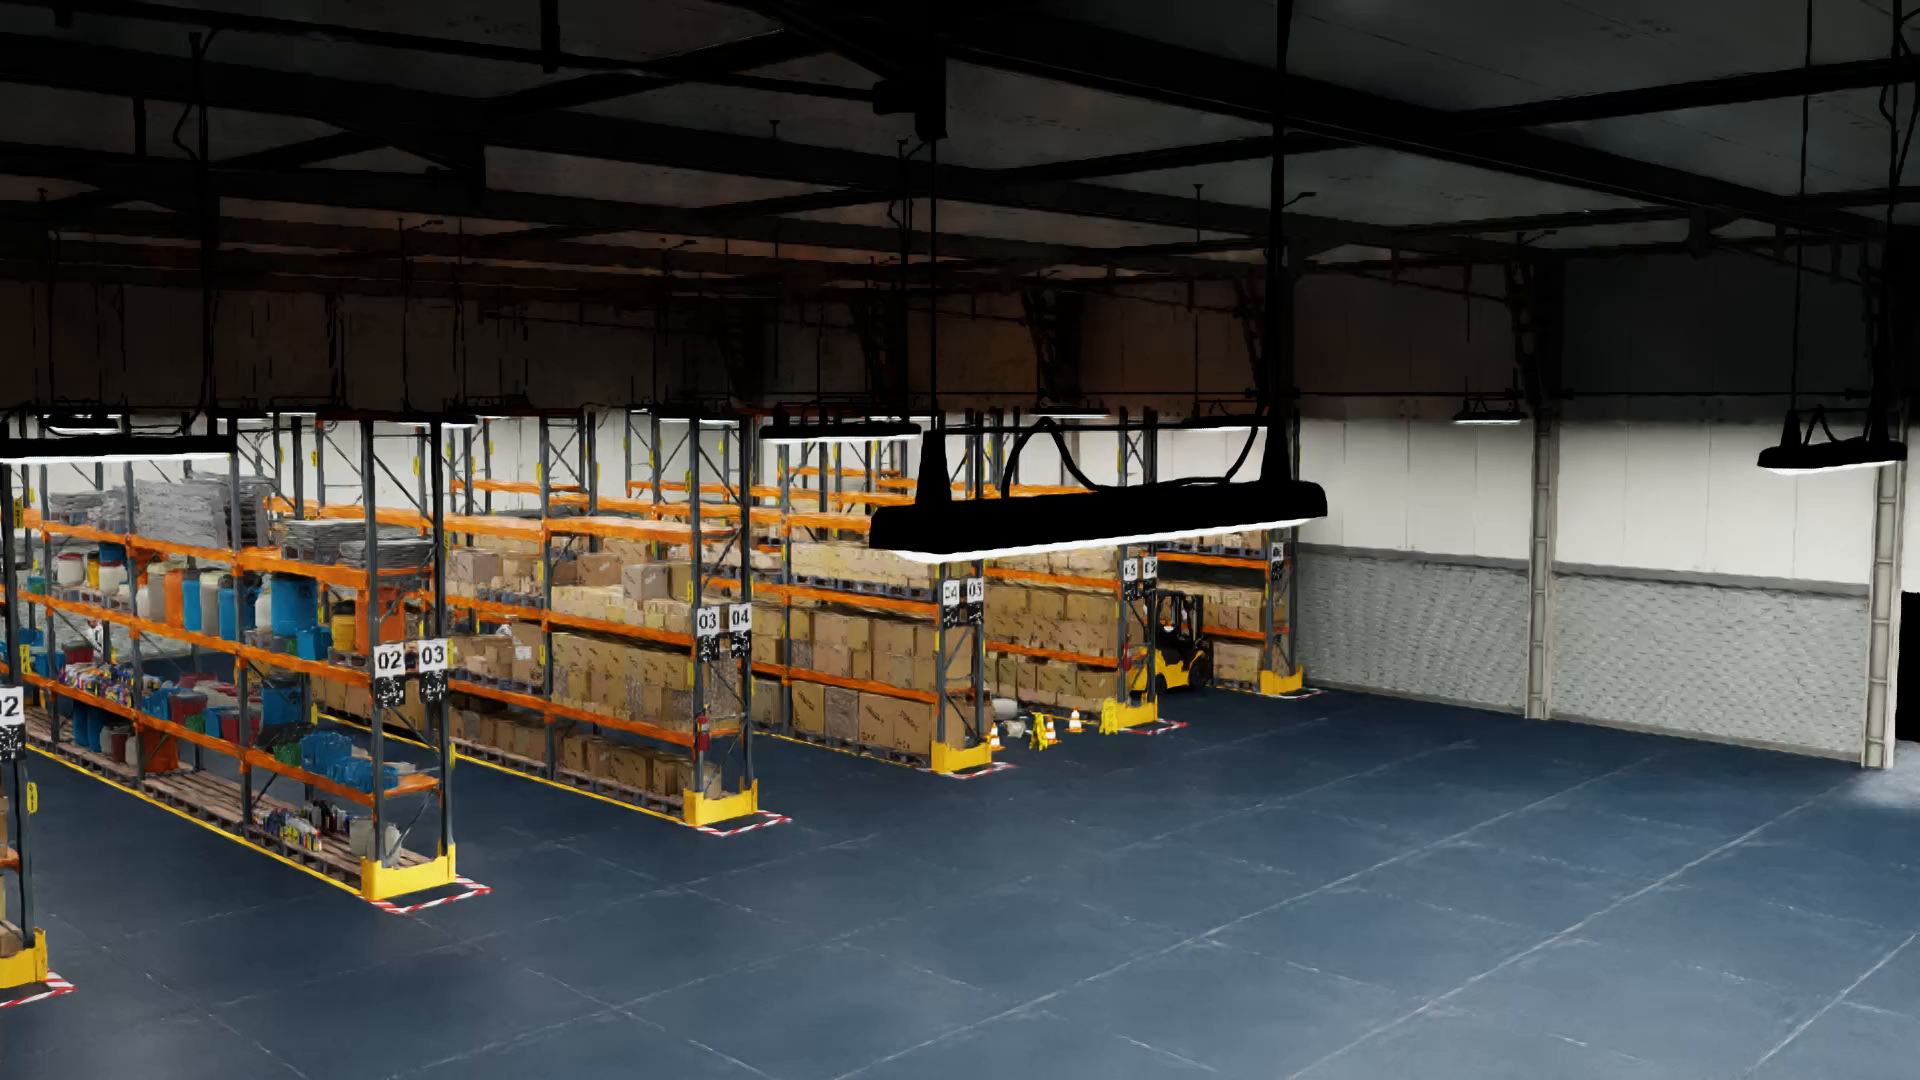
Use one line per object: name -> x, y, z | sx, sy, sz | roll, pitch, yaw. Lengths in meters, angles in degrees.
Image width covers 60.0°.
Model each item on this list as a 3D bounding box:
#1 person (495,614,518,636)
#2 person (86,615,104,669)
person -> -9.600, 2.346, 35.386 | 0.574, 1.726, 0.677 | 5, 7, 42
person -> -18.009, 2.383, 34.814 | 0.558, 1.735, 0.632 | 1, 5, 11
